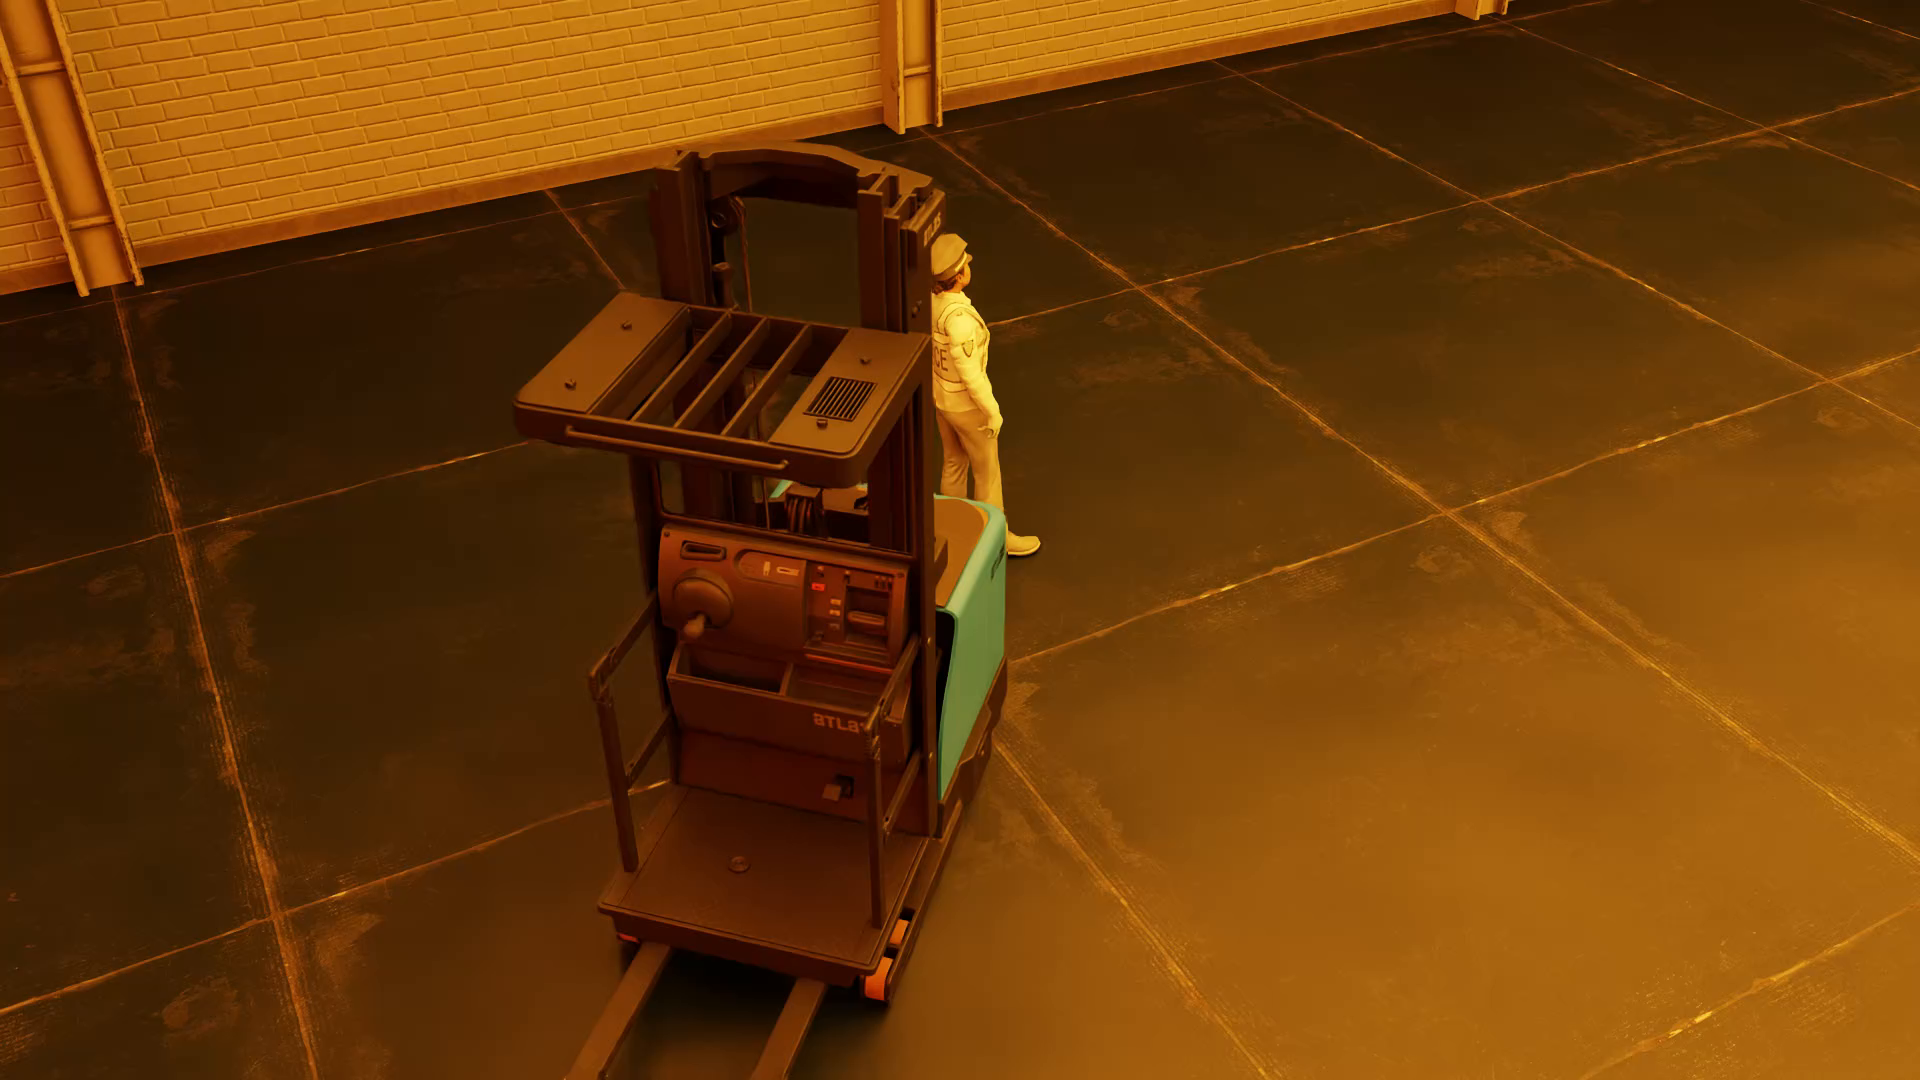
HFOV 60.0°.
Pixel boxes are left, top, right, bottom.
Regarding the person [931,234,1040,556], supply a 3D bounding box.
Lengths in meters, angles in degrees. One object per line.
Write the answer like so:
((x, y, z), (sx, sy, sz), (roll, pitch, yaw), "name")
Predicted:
((0.062, -0.713, 8.190), (0.533, 1.697, 0.588), (-17, 39, -23), "person")

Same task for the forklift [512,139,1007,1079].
((-0.693, 0.269, 5.743), (1.130, 2.935, 3.031), (10, 36, 13), "forklift")
